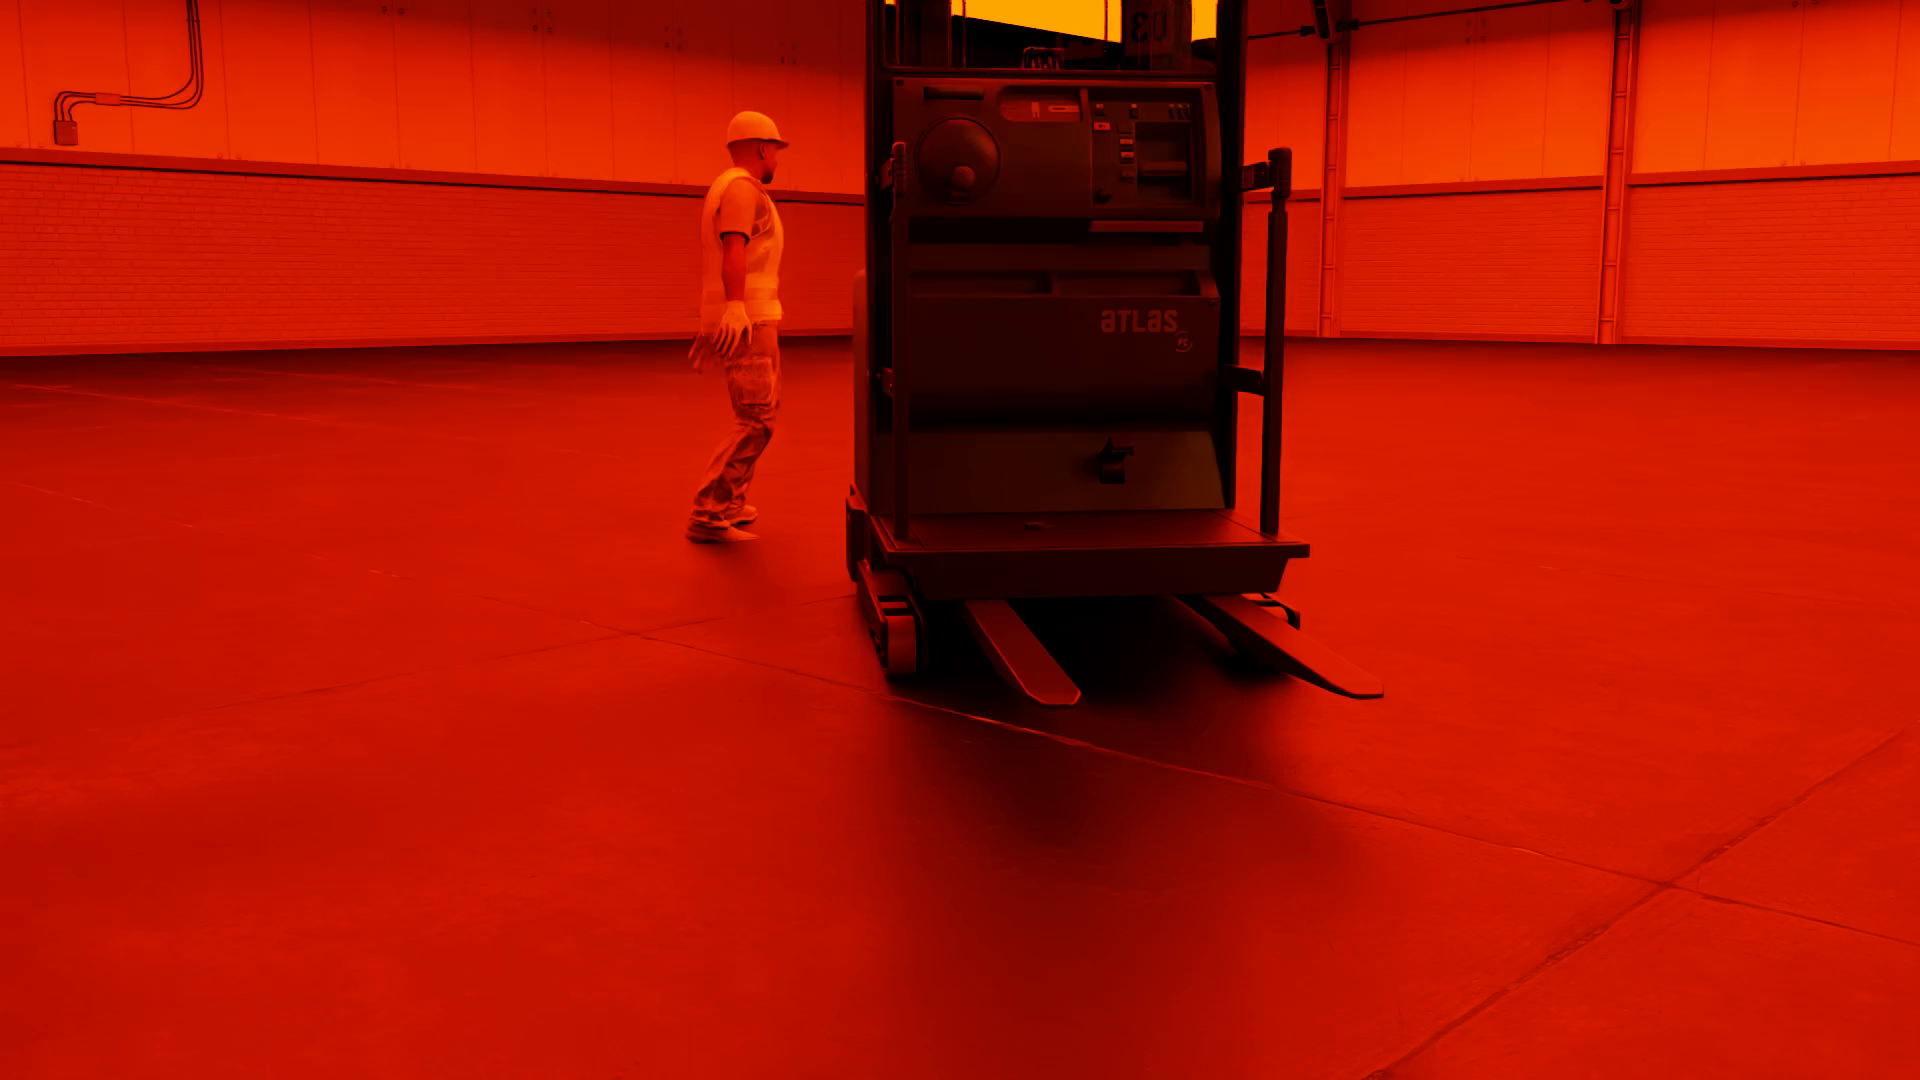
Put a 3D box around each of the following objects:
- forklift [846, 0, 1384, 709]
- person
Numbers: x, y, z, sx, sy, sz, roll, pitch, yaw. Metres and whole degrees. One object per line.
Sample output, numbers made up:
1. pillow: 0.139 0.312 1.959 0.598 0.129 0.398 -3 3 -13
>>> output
1. forklift: 0.303 -1.146 4.483 1.130 2.935 3.031 -1 9 -7
2. person: -0.905 -0.858 6.763 0.473 1.749 0.905 -2 9 -12
